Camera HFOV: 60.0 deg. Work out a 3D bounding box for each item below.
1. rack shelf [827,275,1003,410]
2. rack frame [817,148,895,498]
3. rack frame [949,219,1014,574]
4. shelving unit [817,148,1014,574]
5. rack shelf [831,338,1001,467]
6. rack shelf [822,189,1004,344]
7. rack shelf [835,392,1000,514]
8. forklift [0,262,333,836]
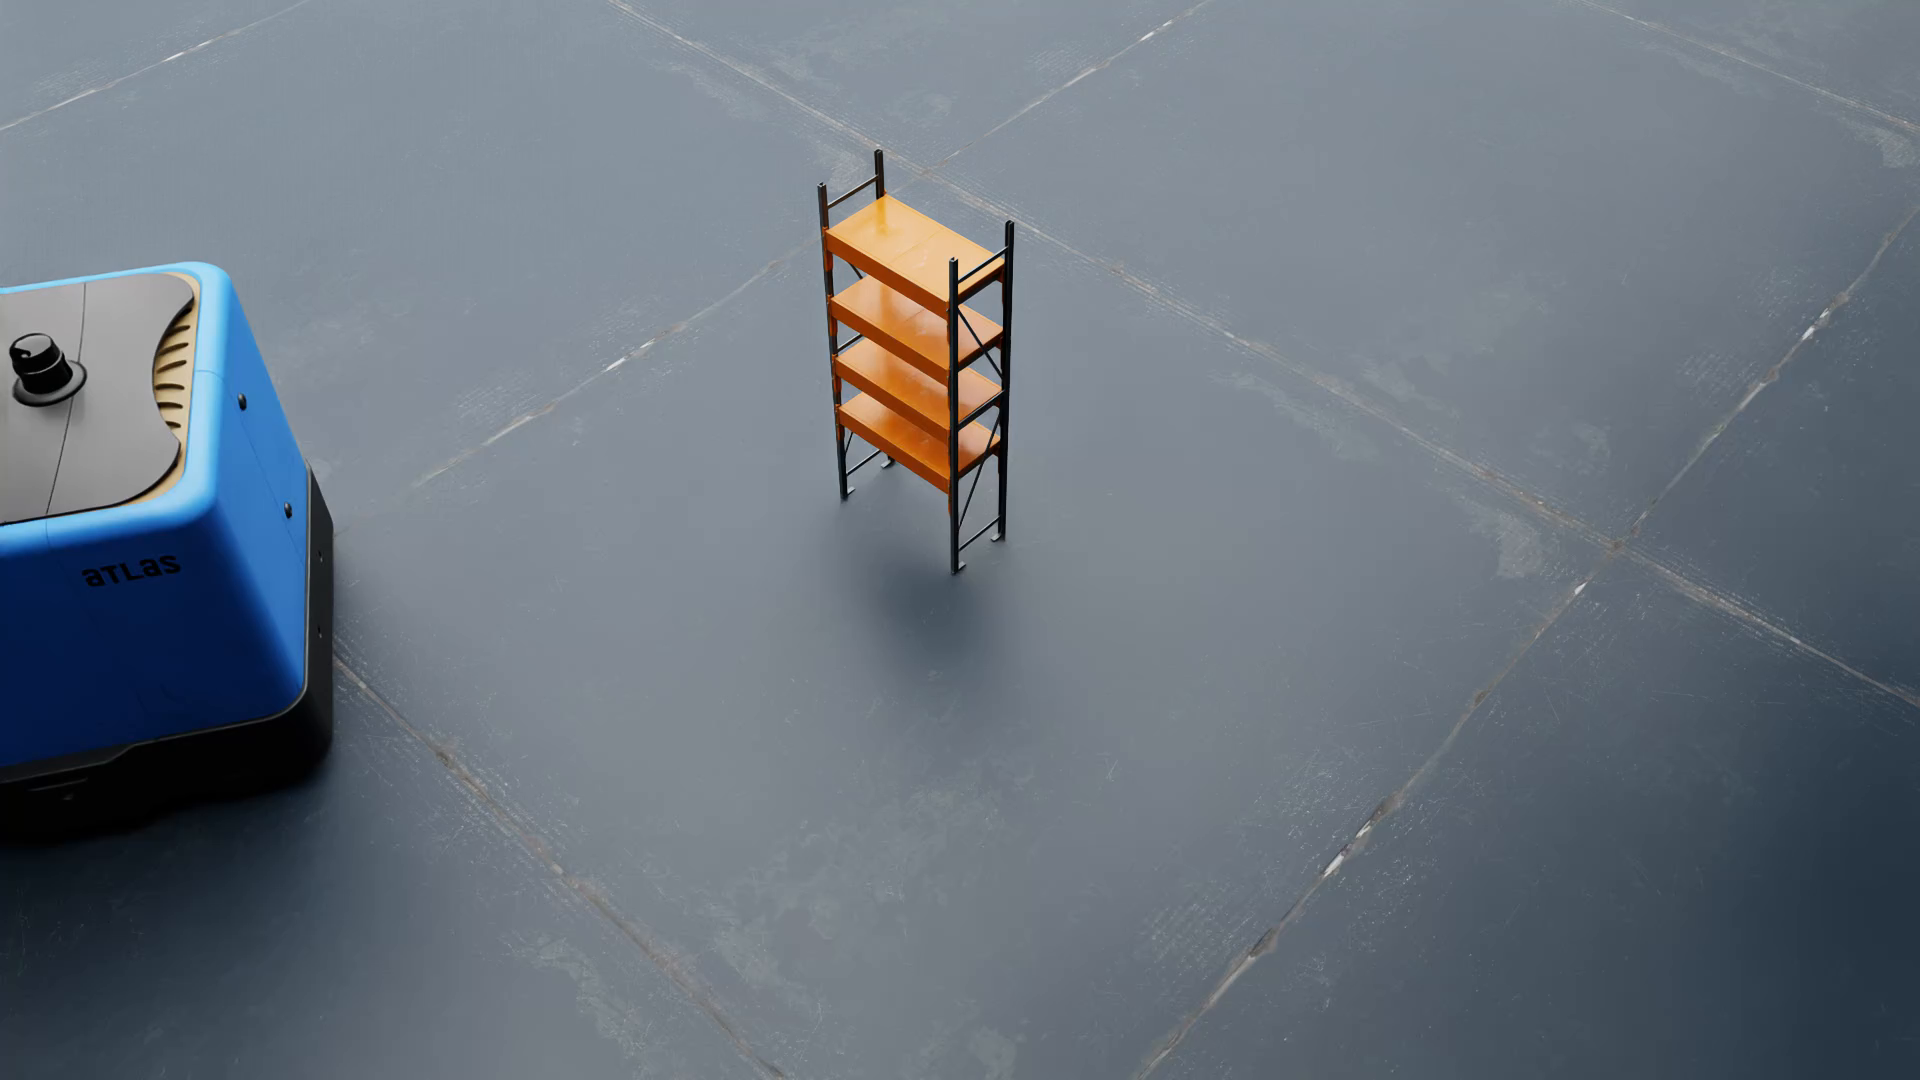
[{"bbox_3d":[-0.122,-0.600,4.775,0.480,0.148,0.258,34,55,28],"label":"rack shelf"},{"bbox_3d":[-0.301,-0.613,5.003,0.015,1.200,0.240,34,55,28],"label":"rack frame"},{"bbox_3d":[0.058,-0.372,4.776,0.015,1.200,0.240,34,55,28],"label":"rack frame"},{"bbox_3d":[-0.122,-0.493,4.889,0.503,1.200,0.258,34,55,28],"label":"shelving unit"},{"bbox_3d":[-0.122,-0.446,4.938,0.480,0.148,0.258,34,55,28],"label":"rack shelf"},{"bbox_3d":[-0.122,-0.762,4.603,0.480,0.148,0.258,34,55,28],"label":"rack shelf"},{"bbox_3d":[-0.122,-0.311,5.083,0.480,0.148,0.258,34,55,28],"label":"rack shelf"},{"bbox_3d":[-3.322,-0.430,3.643,3.031,2.935,1.130,-11,48,-10],"label":"forklift"}]
